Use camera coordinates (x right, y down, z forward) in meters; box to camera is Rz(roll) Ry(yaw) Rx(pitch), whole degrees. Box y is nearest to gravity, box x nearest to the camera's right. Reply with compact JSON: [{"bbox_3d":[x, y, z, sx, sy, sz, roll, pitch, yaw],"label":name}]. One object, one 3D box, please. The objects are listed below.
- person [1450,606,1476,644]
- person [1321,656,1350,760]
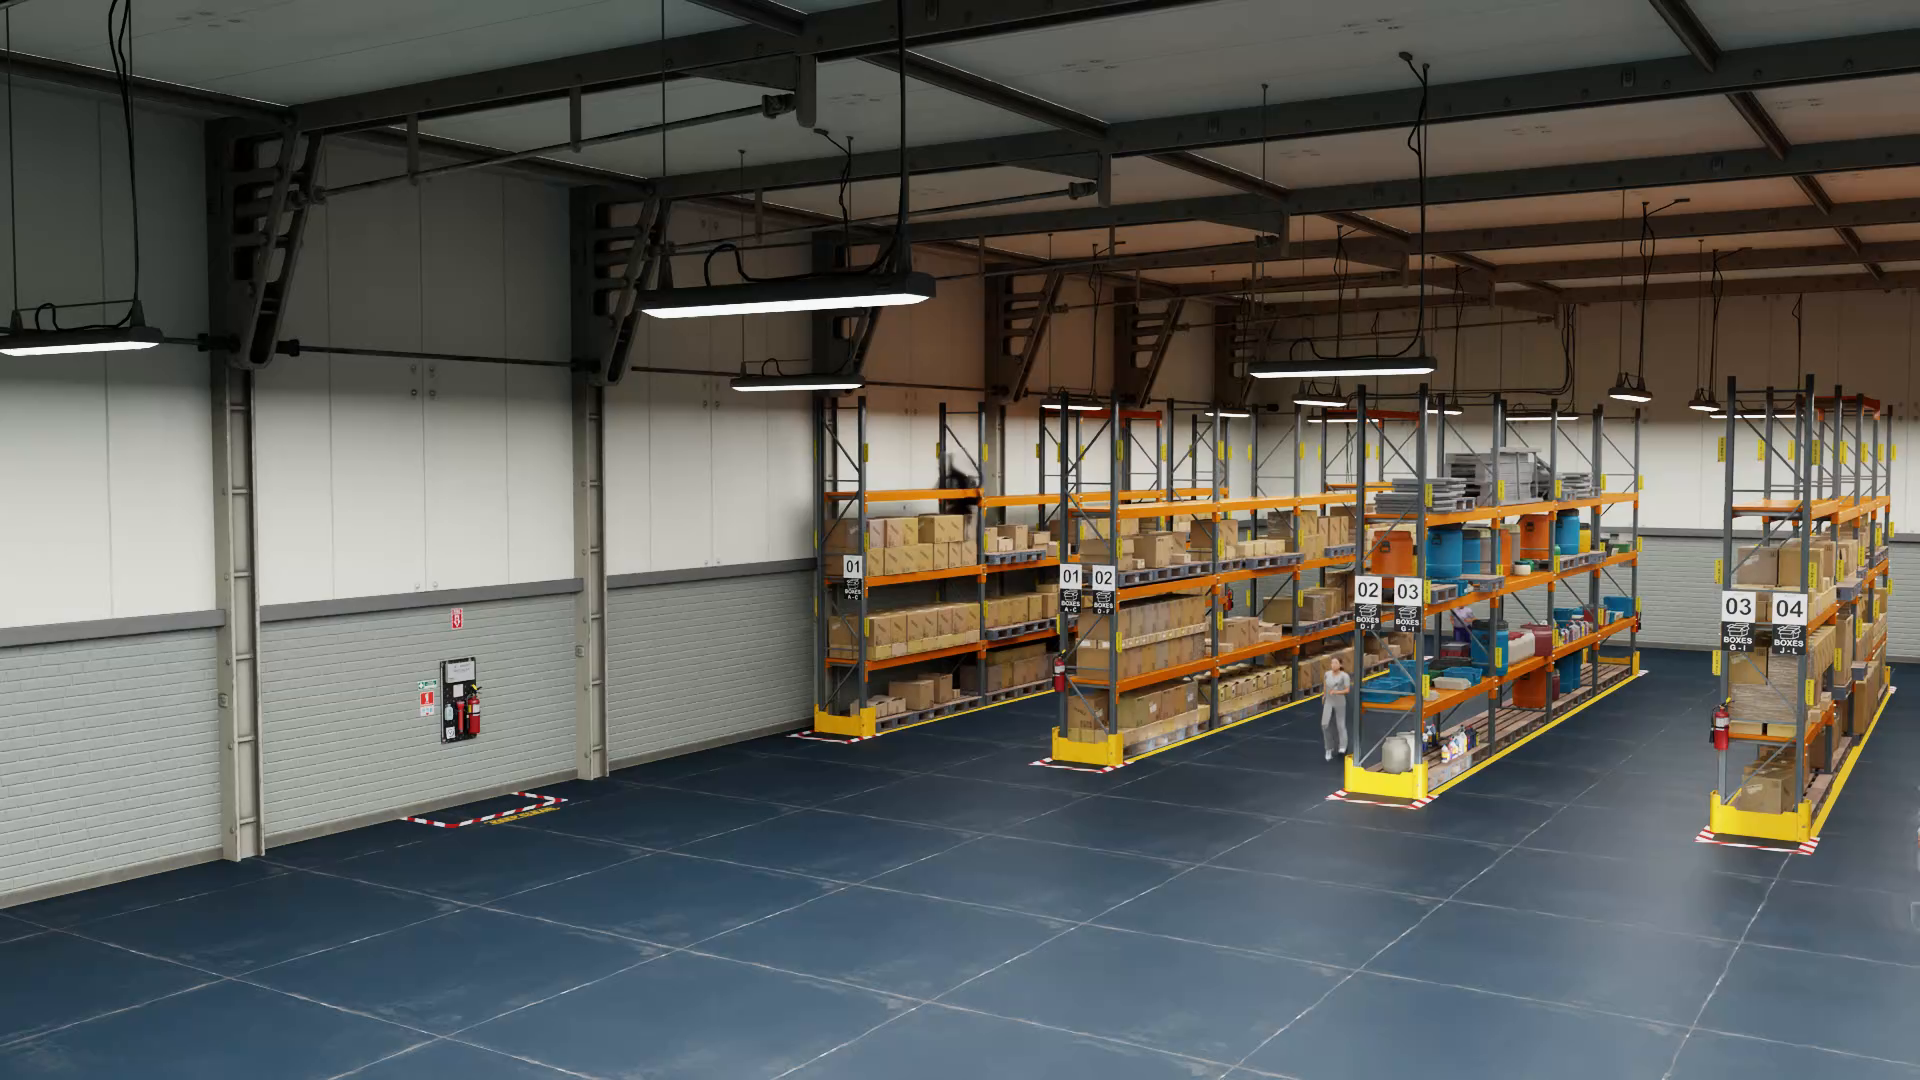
[{"bbox_3d":[11.625,2.170,38.497,0.610,1.695,0.790,1,3,24],"label":"person"},{"bbox_3d":[6.148,2.740,27.221,0.527,1.713,0.815,2,3,31],"label":"person"}]
